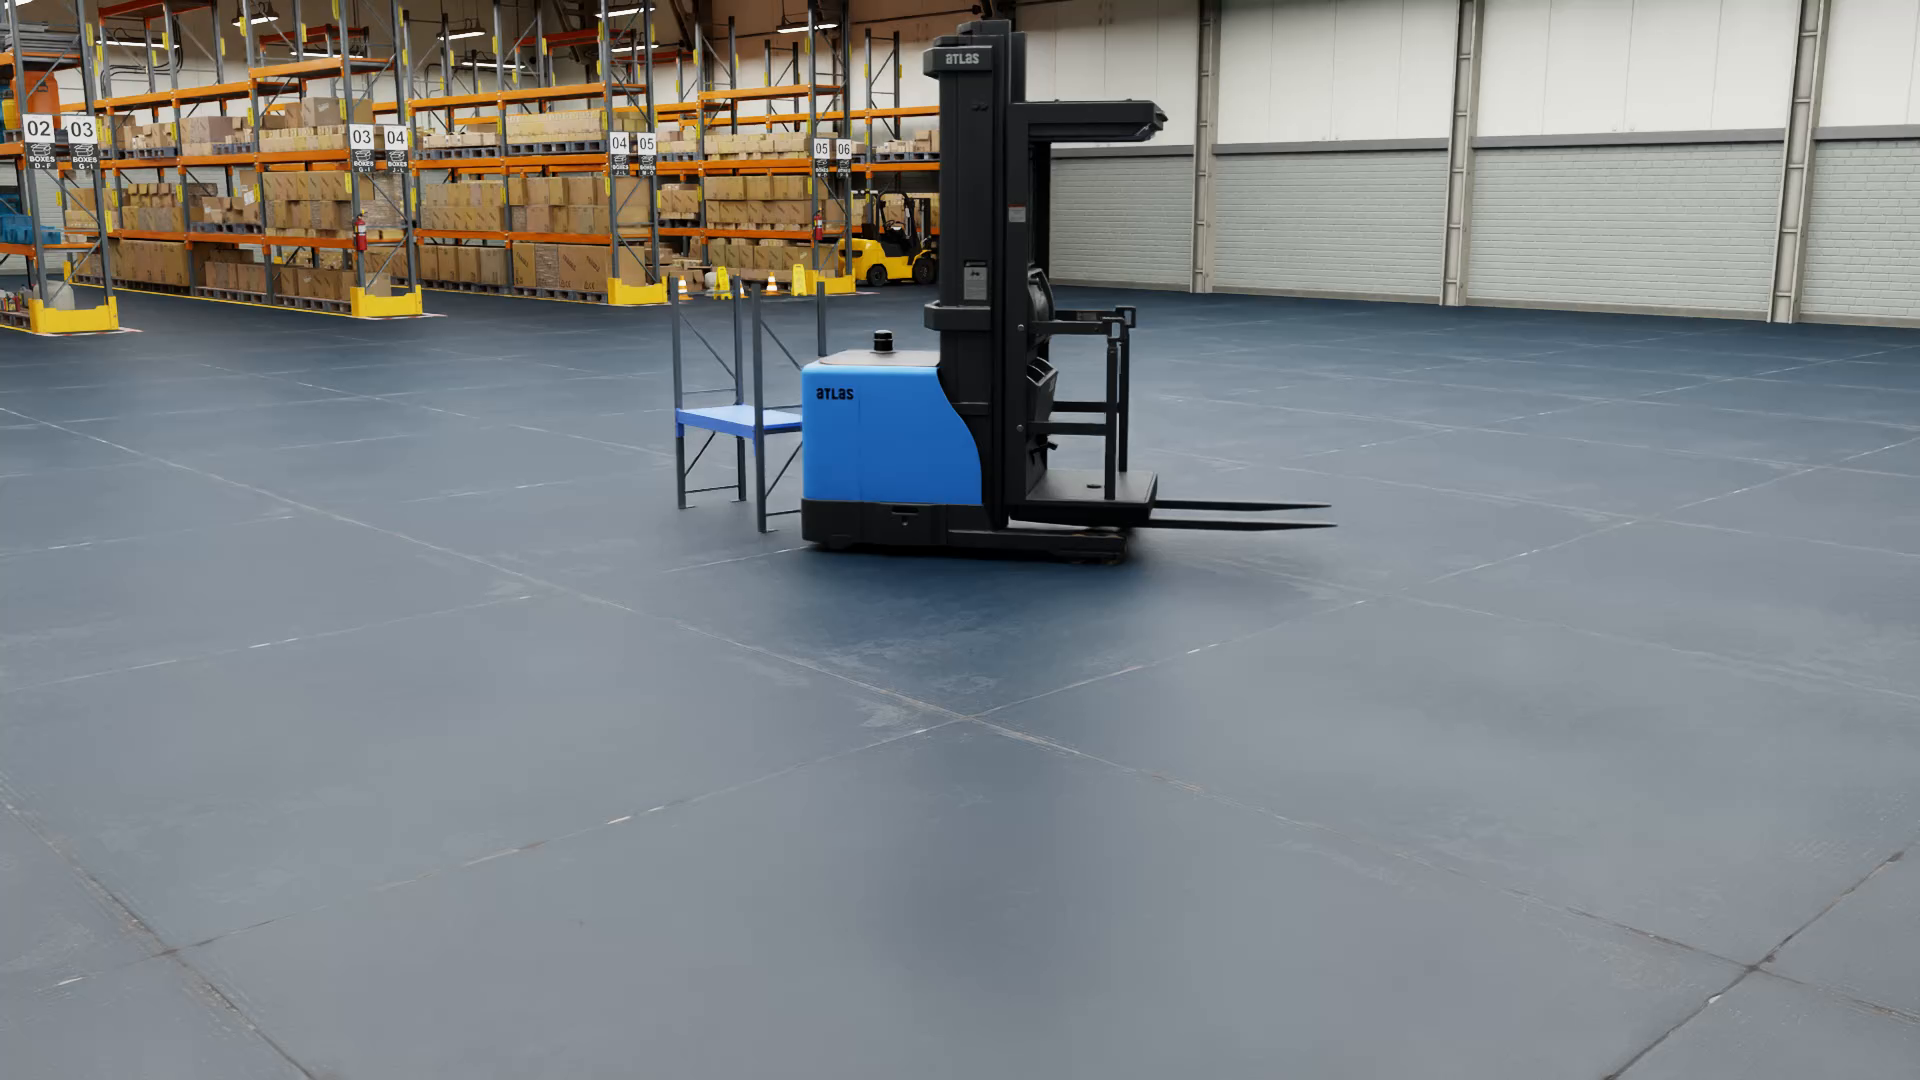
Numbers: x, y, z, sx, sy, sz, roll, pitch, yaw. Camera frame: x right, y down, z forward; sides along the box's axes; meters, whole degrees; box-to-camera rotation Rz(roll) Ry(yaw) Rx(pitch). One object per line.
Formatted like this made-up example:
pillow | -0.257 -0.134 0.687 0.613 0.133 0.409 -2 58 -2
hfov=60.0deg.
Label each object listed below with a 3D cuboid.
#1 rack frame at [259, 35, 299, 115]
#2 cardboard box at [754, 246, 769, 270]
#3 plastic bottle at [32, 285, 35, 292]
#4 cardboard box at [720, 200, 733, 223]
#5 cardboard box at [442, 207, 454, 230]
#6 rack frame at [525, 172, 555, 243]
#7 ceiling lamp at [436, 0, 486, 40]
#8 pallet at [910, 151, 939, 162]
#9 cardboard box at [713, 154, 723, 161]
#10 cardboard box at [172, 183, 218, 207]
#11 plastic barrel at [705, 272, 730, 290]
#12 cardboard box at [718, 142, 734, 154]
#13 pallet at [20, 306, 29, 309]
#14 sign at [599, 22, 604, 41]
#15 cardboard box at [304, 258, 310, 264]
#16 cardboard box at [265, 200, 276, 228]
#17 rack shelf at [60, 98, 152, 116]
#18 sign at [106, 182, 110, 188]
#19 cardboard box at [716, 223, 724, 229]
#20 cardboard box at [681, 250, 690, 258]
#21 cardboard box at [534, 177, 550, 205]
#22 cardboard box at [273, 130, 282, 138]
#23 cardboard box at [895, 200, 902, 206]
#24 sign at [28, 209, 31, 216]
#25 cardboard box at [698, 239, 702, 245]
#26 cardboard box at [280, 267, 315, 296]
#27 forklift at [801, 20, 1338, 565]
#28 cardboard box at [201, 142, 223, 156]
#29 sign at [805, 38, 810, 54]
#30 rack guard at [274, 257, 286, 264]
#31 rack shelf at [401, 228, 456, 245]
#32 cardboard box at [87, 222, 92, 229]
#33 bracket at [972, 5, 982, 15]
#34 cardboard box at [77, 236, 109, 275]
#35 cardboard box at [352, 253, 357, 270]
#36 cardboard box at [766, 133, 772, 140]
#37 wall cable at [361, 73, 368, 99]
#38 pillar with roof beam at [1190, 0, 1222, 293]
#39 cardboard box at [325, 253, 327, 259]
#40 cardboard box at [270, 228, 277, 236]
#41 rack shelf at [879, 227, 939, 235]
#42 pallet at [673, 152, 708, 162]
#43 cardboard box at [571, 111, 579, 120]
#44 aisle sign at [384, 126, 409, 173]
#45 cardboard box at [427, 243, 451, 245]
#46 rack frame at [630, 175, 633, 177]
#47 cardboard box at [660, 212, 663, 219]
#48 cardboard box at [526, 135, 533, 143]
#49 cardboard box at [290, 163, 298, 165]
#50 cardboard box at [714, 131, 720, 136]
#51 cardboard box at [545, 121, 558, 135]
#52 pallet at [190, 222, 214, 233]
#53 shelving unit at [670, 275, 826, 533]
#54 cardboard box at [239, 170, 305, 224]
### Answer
rack frame | -17.276 -11.313 42.522 1.000 3.000 0.127 -11 16 -43
cardboard box | -4.164 -6.201 36.493 0.500 0.500 0.500 11 16 44
plastic bottle | -15.442 -4.093 27.819 0.185 0.351 0.144 11 16 42
cardboard box | -5.013 -7.350 37.166 0.500 0.500 0.500 -11 16 -43
cardboard box | -10.935 -7.006 36.233 0.500 0.500 0.500 -11 16 -43
rack frame | -11.003 -8.495 43.713 1.000 3.000 0.127 -11 16 -43
ceiling lamp | -12.007 -13.867 40.450 0.800 3.185 2.000 -11 16 -43
pallet | -0.445 -9.147 39.662 1.003 0.211 1.213 -11 16 -43
cardboard box | -5.302 -8.548 37.157 0.380 0.149 0.250 -11 16 -42
cardboard box | -15.902 -7.180 34.594 0.797 0.503 0.637 -10 15 -41
plastic barrel | -5.238 -5.573 35.912 0.512 0.421 0.421 -1 12 -4
cardboard box | -5.010 -8.693 36.873 0.500 0.250 0.500 -11 16 -43
pallet | -15.795 -3.787 27.771 1.003 0.211 1.213 -11 16 -43
sign | -6.629 -9.401 30.728 0.100 0.325 0.005 -11 16 -43
cardboard box | -16.368 -7.068 42.073 0.250 0.149 0.380 11 16 42
cardboard box | -12.380 -6.067 30.943 0.875 0.500 0.500 -11 16 -43
rack shelf | -19.552 -9.796 37.935 1.077 0.370 4.000 -11 16 -43
sign | -20.531 -8.455 40.060 0.100 0.325 0.005 -11 16 -43
cardboard box | -5.281 -7.085 37.488 0.380 0.149 0.250 -10 15 -41
cardboard box | -7.701 -8.206 47.930 0.500 0.311 0.500 -10 15 -41
cardboard box | -8.022 -7.005 33.431 0.875 0.550 0.550 -11 16 -43
cardboard box | -12.239 -7.375 30.227 0.380 0.149 0.250 -11 16 -42
cardboard box | -1.364 -8.186 40.354 0.380 0.149 0.250 -10 16 -41
sign | -15.823 -5.467 28.330 0.100 0.325 0.005 -11 16 -43
cardboard box | -7.113 -8.368 46.640 0.250 0.149 0.380 11 16 44
cardboard box | -12.399 -4.864 31.243 0.500 0.500 0.500 11 16 43
forklift | 0.650 -1.414 9.512 3.031 2.935 1.130 2 12 9
cardboard box | -14.552 -7.674 32.663 0.500 0.250 0.500 -10 16 -41
sign | -3.132 -10.143 34.136 0.100 0.325 0.005 -11 16 -43
rack guard | -17.223 -7.139 43.325 1.175 0.500 0.348 -11 16 -43
rack shelf | -13.132 -7.147 38.949 1.077 0.370 4.000 -11 16 -43
cardboard box | -19.863 -7.253 38.306 0.250 0.149 0.380 11 16 44
bracket | 0.499 -12.376 38.761 0.235 0.232 0.430 -11 16 -43
cardboard box | -20.433 -6.781 39.617 0.875 0.875 0.875 -11 16 -43
cardboard box | -14.195 -6.628 39.801 0.500 0.500 0.500 -10 15 -40
cardboard box | -3.966 -8.689 35.868 0.250 0.149 0.380 11 16 44
wall cable | -17.898 -12.808 49.780 0.463 3.000 0.029 -11 16 -43
pillar with roof beam | 2.072 -9.126 31.908 9.100 9.000 0.548 -11 16 -43
cardboard box | -15.453 -7.023 41.117 0.380 0.149 0.250 -10 15 -41
cardboard box | -12.552 -5.712 30.827 0.380 0.149 0.250 -11 16 -43
rack shelf | -0.510 -7.376 40.062 1.077 0.370 4.000 -11 16 -43
pallet | -5.828 -8.810 38.272 1.213 0.211 1.003 -11 16 -43
cardboard box | -7.233 -8.144 31.934 0.380 0.149 0.250 -11 16 -42
aisle sign | -9.624 -6.669 28.406 0.394 0.787 0.004 -11 16 -43
cardboard box | -12.052 -6.690 38.246 0.500 0.250 0.500 11 16 43
rack frame | -10.178 -9.772 49.907 1.000 3.000 0.127 -11 16 -43
cardboard box | -6.835 -7.651 39.195 0.250 0.149 0.380 11 16 43
cardboard box | -8.459 -8.013 33.271 0.380 0.149 0.250 -11 16 -43
cardboard box | -16.425 -9.518 41.616 0.500 0.250 0.500 11 16 43
cardboard box | -5.944 -9.387 38.697 0.500 0.250 0.500 -11 16 -44
cardboard box | -7.805 -8.088 32.649 0.500 0.250 0.500 -11 16 -42
pallet | -14.839 -6.348 33.763 1.213 0.211 1.003 -11 16 -43
shelving unit | -1.336 -0.889 10.511 0.538 1.500 1.048 -9 15 -37
cardboard box | -13.093 -6.582 31.898 1.000 1.000 1.000 -11 16 -42
